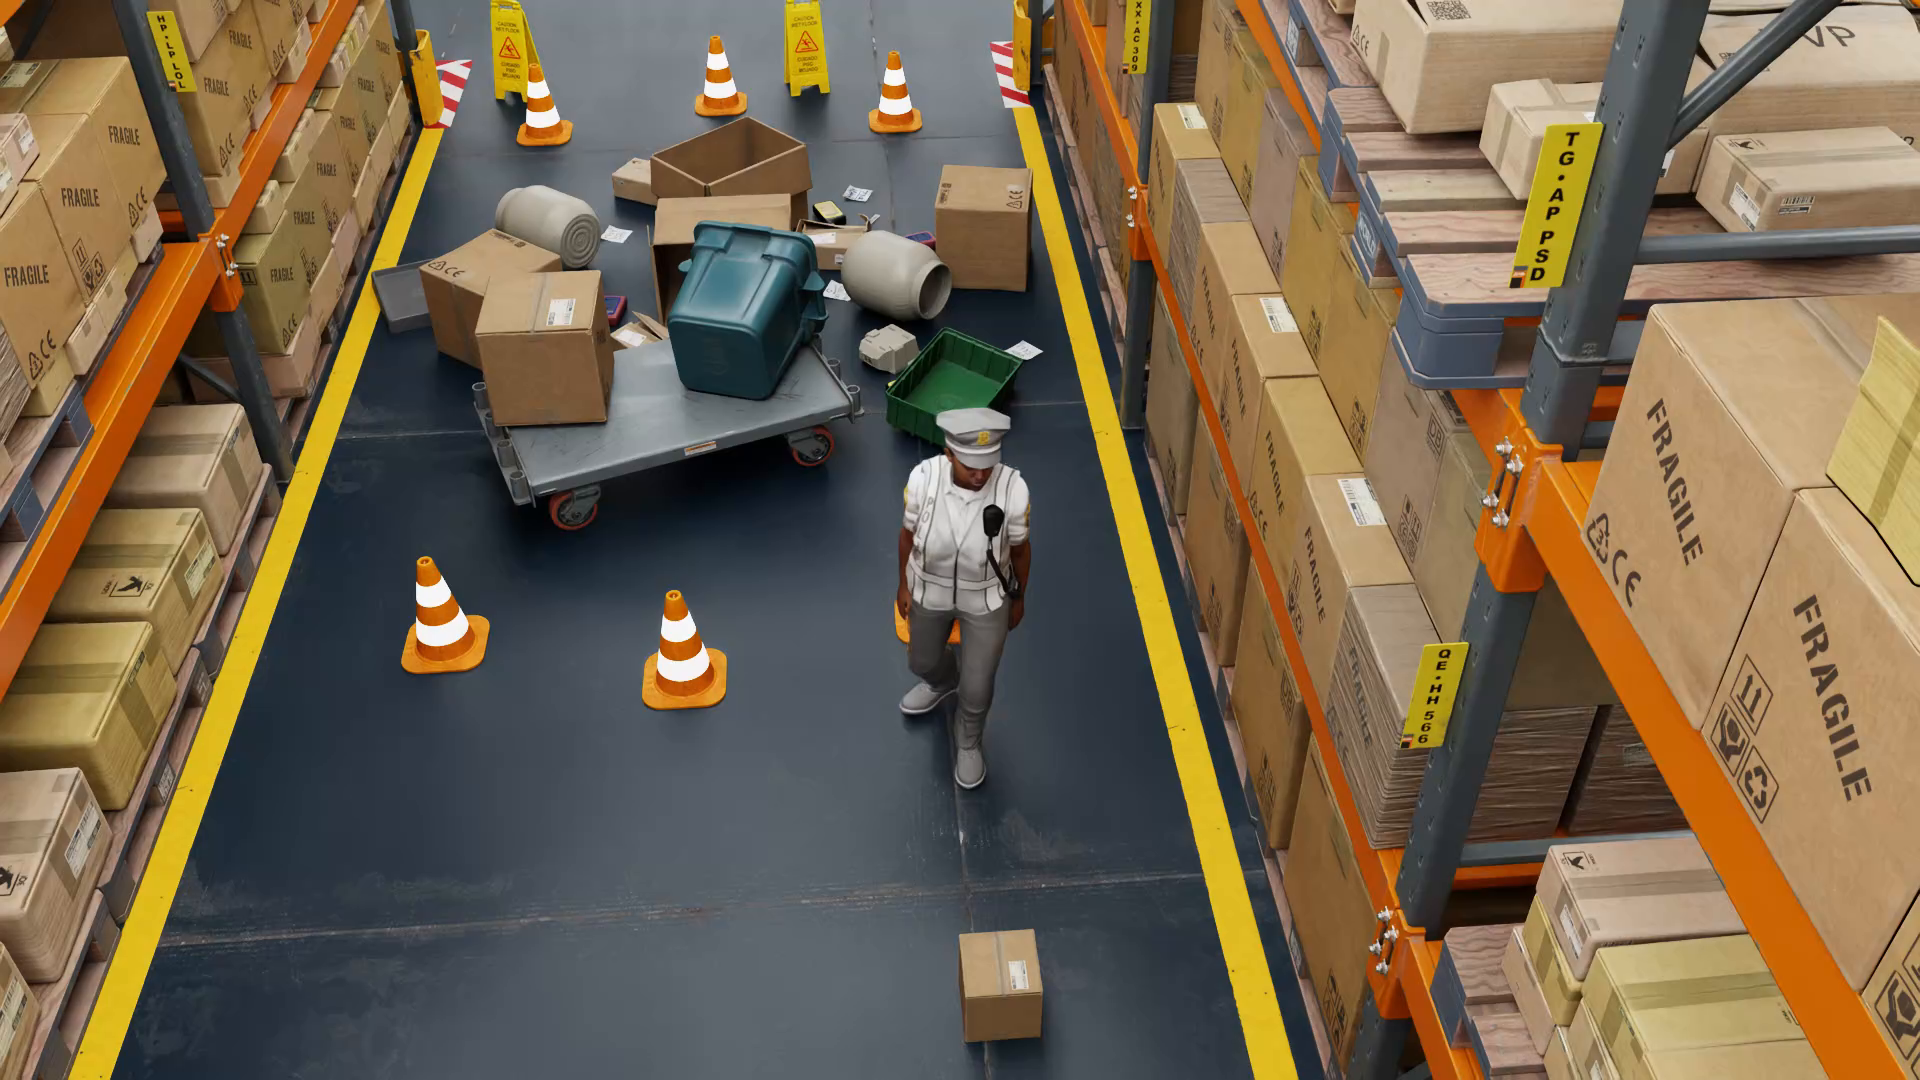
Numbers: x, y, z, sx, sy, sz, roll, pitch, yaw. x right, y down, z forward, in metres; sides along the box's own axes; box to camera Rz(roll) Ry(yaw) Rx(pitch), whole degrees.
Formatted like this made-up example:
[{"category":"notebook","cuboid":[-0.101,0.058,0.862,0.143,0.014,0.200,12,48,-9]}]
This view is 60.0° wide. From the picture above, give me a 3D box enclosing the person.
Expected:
[{"category":"person","cuboid":[0.002,0.139,5.978,0.515,1.665,0.550,6,40,8]}]
